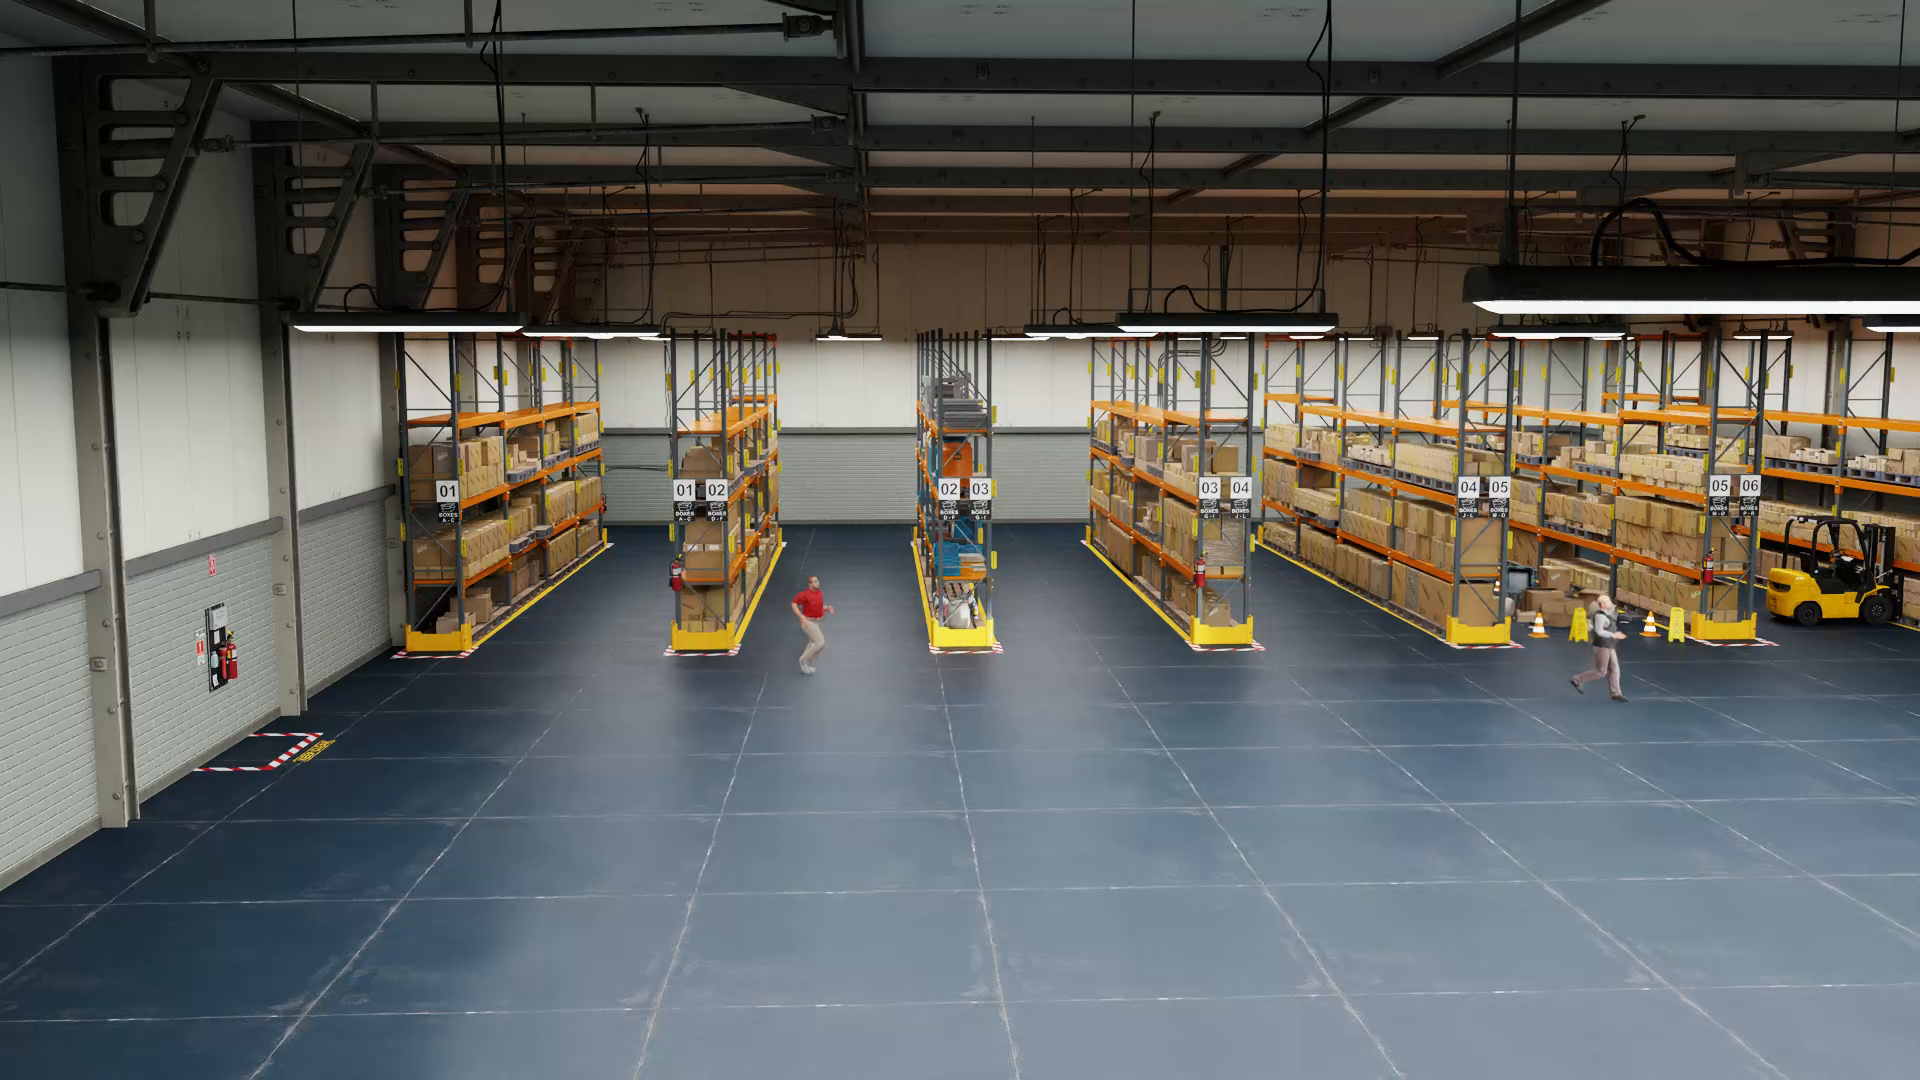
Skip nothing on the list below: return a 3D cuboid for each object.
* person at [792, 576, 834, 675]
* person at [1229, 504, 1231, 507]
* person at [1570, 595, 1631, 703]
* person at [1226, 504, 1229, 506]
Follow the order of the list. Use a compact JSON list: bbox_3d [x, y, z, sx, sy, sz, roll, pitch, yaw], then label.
[{"bbox_3d":[-2.519,1.478,28.943,0.663,1.719,0.636,3,7,25],"label":"person"},{"bbox_3d":[7.588,-0.443,45.487,0.614,1.692,0.850,0,7,1],"label":"person"},{"bbox_3d":[10.283,1.773,26.618,0.935,1.644,0.661,4,8,30],"label":"person"},{"bbox_3d":[7.664,-0.683,47.945,0.590,1.565,0.586,5,8,37],"label":"person"}]
